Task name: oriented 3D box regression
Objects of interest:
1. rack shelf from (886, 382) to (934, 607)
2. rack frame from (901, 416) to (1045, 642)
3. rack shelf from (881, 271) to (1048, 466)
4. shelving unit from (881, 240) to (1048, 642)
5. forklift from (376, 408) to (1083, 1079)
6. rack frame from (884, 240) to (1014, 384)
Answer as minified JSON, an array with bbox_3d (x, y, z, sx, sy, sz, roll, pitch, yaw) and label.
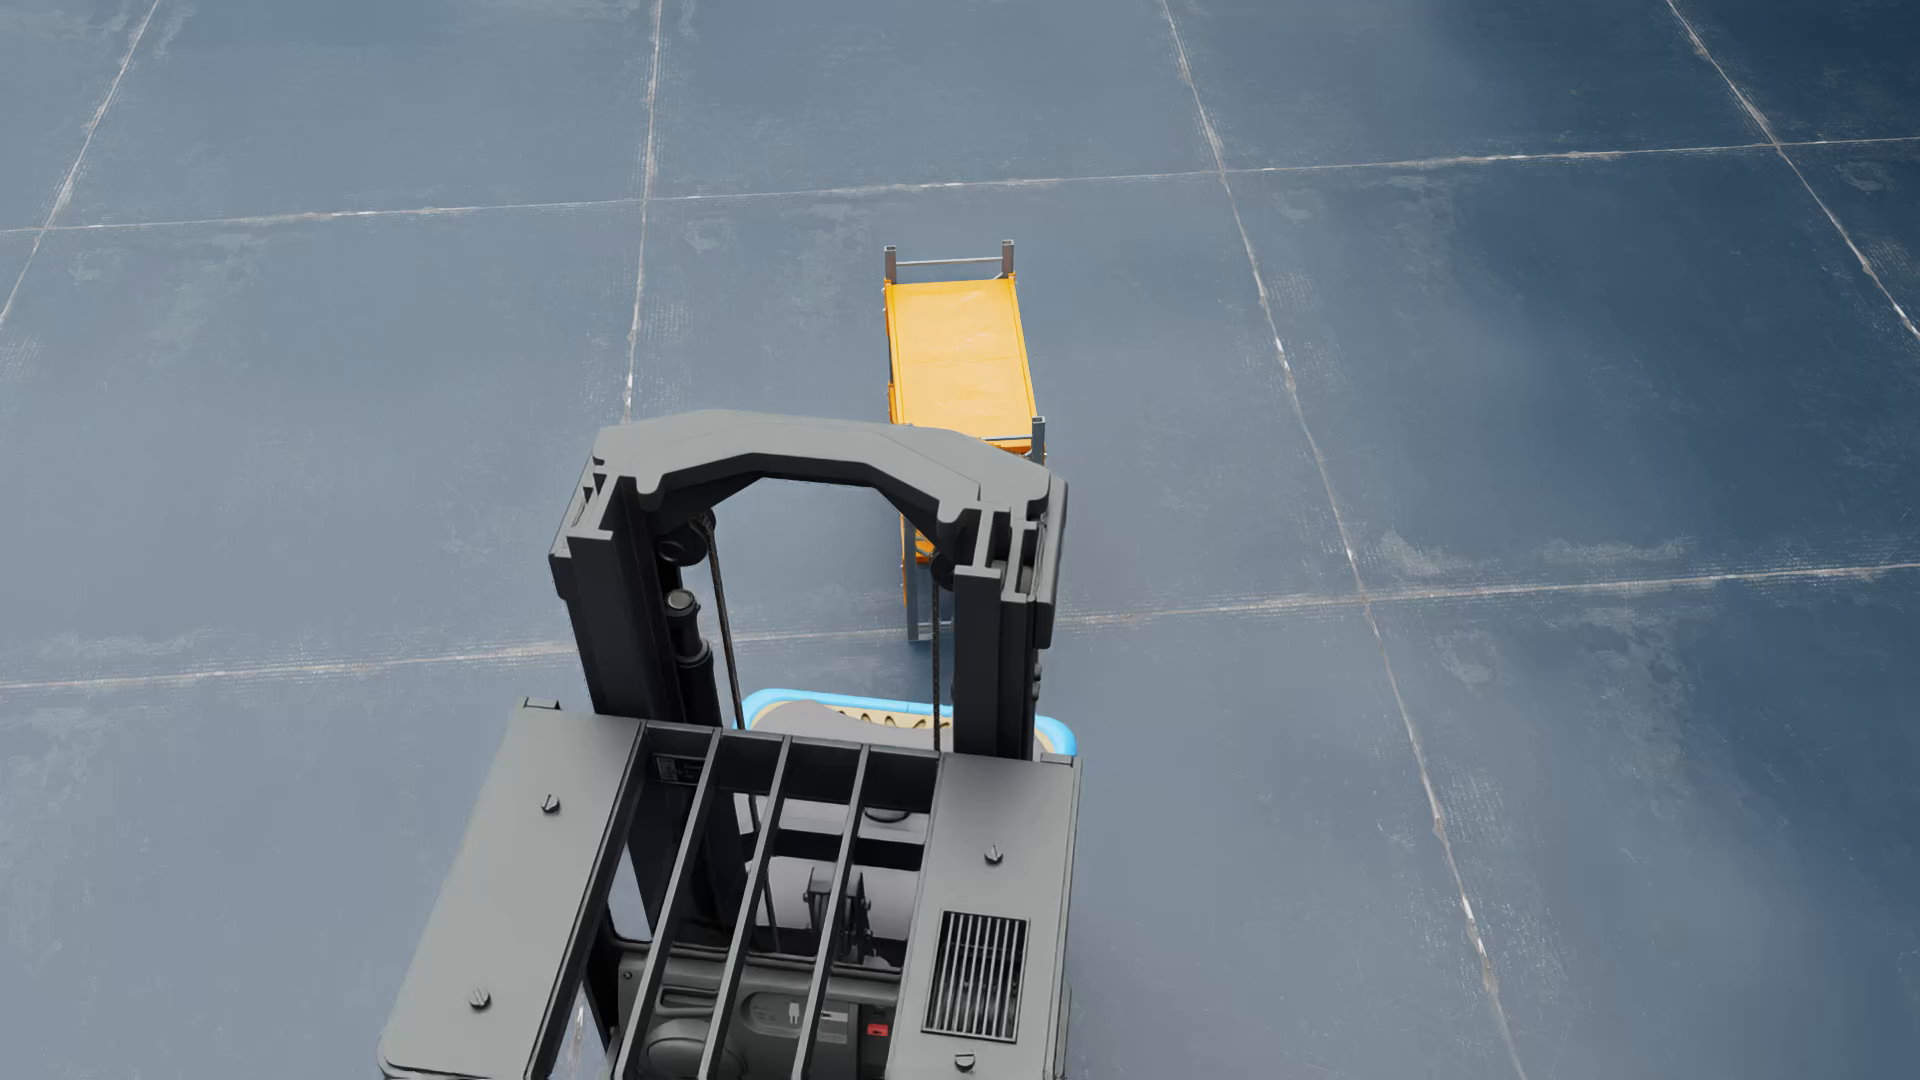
[{"bbox_3d":[0.001,-0.214,6.651,0.538,0.278,1.000,-3,47,-3],"label":"rack shelf"},{"bbox_3d":[0.043,-0.014,6.125,0.500,1.125,0.032,-3,47,-3],"label":"rack frame"},{"bbox_3d":[0.001,-0.583,6.261,0.538,0.278,1.000,-3,47,-3],"label":"rack shelf"},{"bbox_3d":[0.001,-0.382,6.473,0.538,1.125,1.048,-3,47,-3],"label":"shelving unit"},{"bbox_3d":[-0.348,1.275,3.660,1.130,2.935,3.031,6,47,5],"label":"forklift"},{"bbox_3d":[-0.042,-0.750,6.822,0.500,1.125,0.032,-3,47,-3],"label":"rack frame"}]
